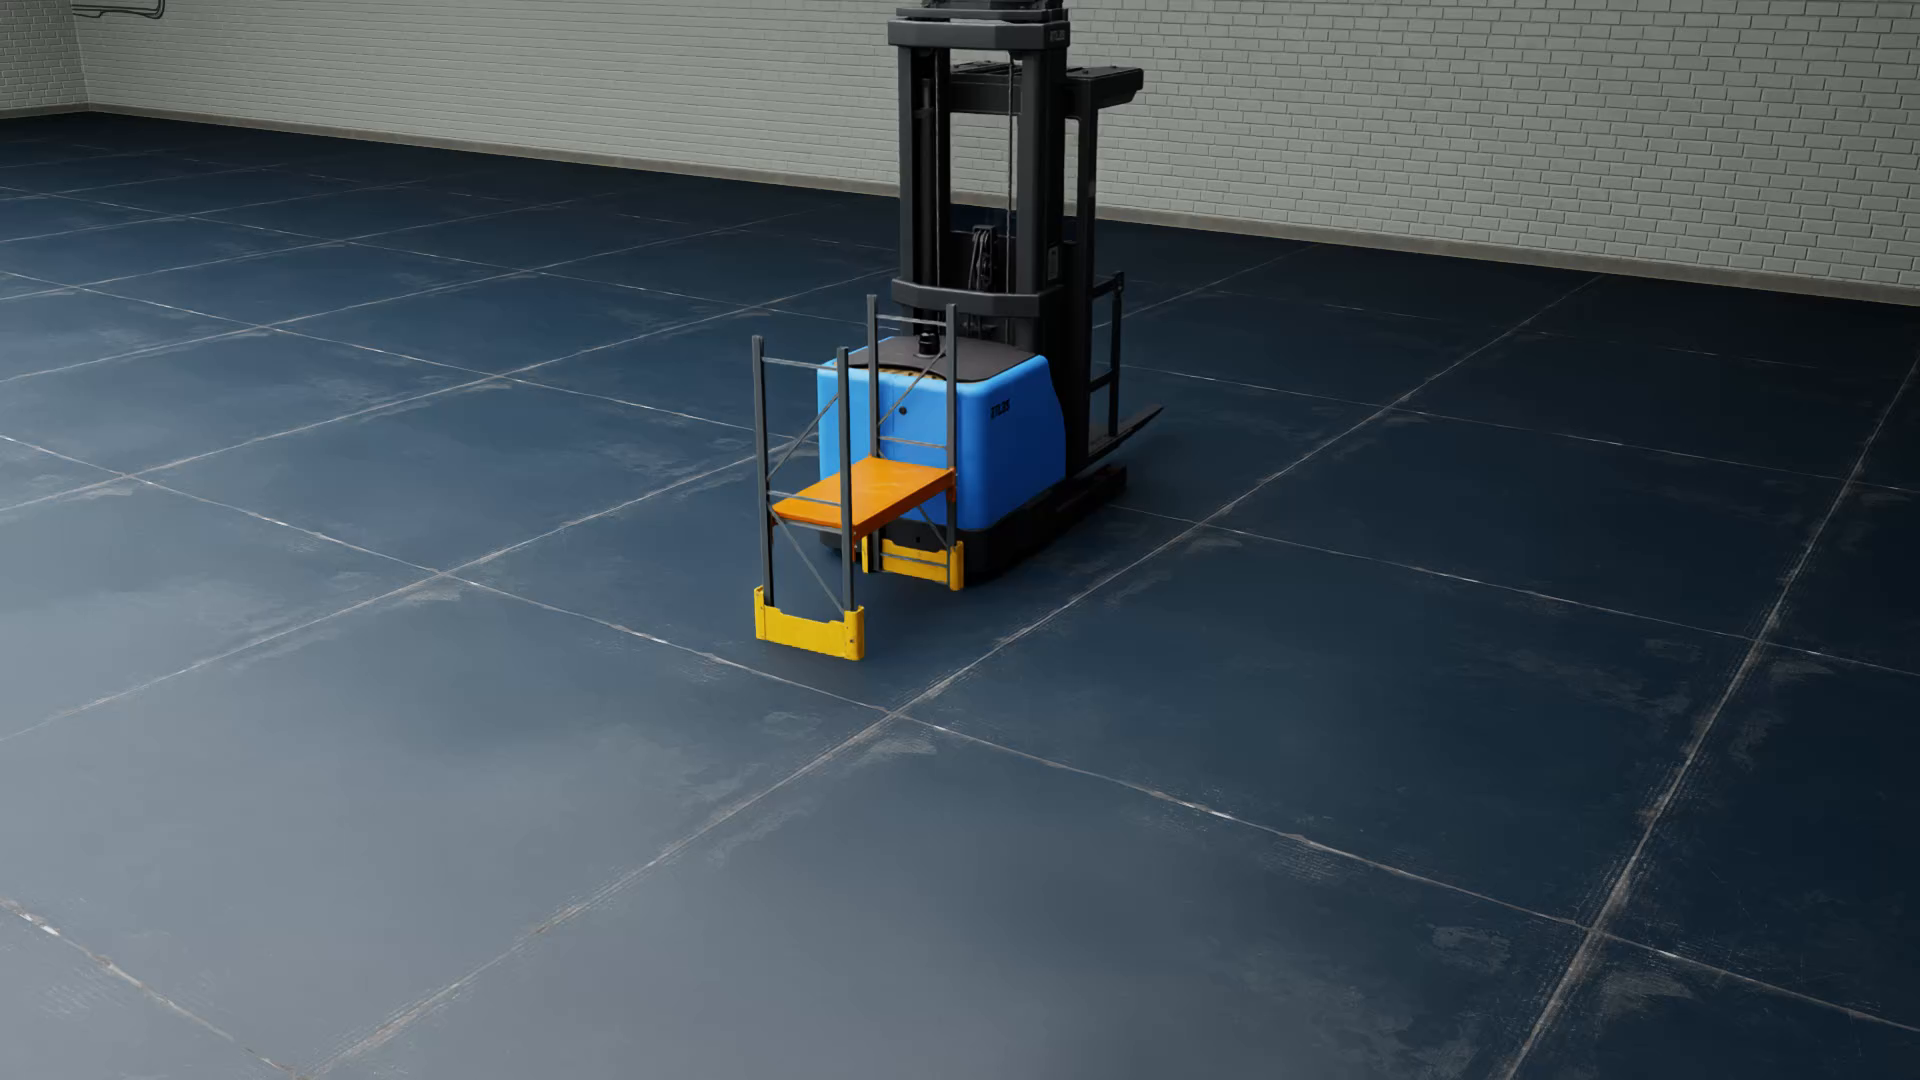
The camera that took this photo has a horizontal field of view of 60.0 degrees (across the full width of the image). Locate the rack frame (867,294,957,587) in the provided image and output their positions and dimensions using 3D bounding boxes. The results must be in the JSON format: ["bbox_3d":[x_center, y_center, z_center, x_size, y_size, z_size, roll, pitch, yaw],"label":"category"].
[{"bbox_3d":[-0.243,-0.500,8.591,0.500,1.500,0.032,11,23,26],"label":"rack frame"}]

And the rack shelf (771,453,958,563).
[{"bbox_3d":[-0.483,-0.176,8.233,0.538,0.185,1.000,11,23,26],"label":"rack shelf"}]

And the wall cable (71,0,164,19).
[{"bbox_3d":[-15.077,-10.496,29.281,3.097,2.526,0.112,13,24,32],"label":"wall cable"}]

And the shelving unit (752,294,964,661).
[{"bbox_3d":[-0.488,-0.342,8.163,0.587,1.500,1.083,11,23,26],"label":"shelving unit"}]

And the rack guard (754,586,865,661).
[{"bbox_3d":[-0.723,0.397,7.969,0.587,0.250,0.087,11,23,26],"label":"rack guard"}]

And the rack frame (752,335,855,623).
[{"bbox_3d":[-0.723,-0.189,7.751,0.500,1.500,0.032,11,23,26],"label":"rack frame"}]

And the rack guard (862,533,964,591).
[{"bbox_3d":[-0.252,0.092,8.792,0.587,0.250,0.087,11,23,26],"label":"rack guard"}]

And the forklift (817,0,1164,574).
[{"bbox_3d":[0.364,-1.666,9.682,1.130,2.935,3.031,11,23,26],"label":"forklift"}]
